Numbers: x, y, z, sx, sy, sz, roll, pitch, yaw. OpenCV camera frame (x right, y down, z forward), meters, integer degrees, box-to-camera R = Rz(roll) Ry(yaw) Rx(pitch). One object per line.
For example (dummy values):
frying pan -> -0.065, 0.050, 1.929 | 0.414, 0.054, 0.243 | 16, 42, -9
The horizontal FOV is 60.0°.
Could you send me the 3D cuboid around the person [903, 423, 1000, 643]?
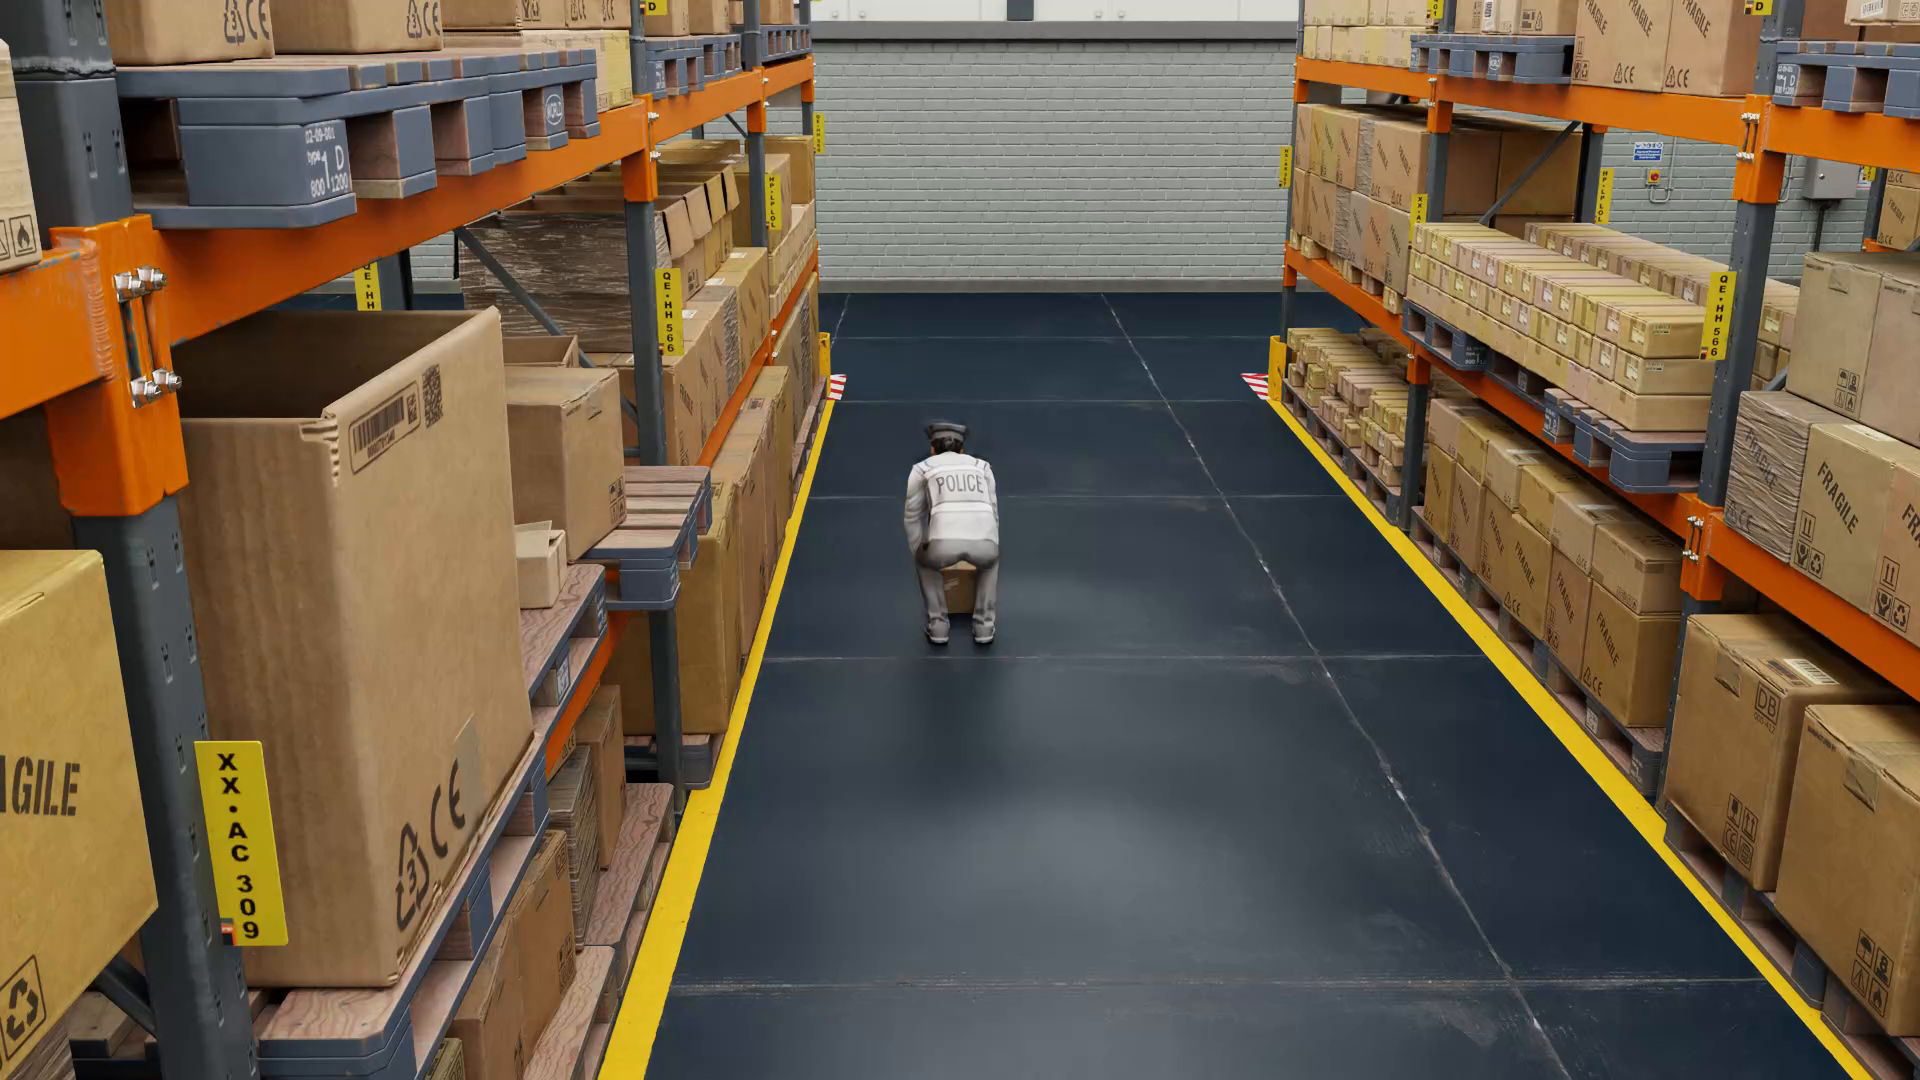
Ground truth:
person -> -0.041, -0.037, 8.668 | 0.505, 1.075, 0.826 | -1, 17, -2
